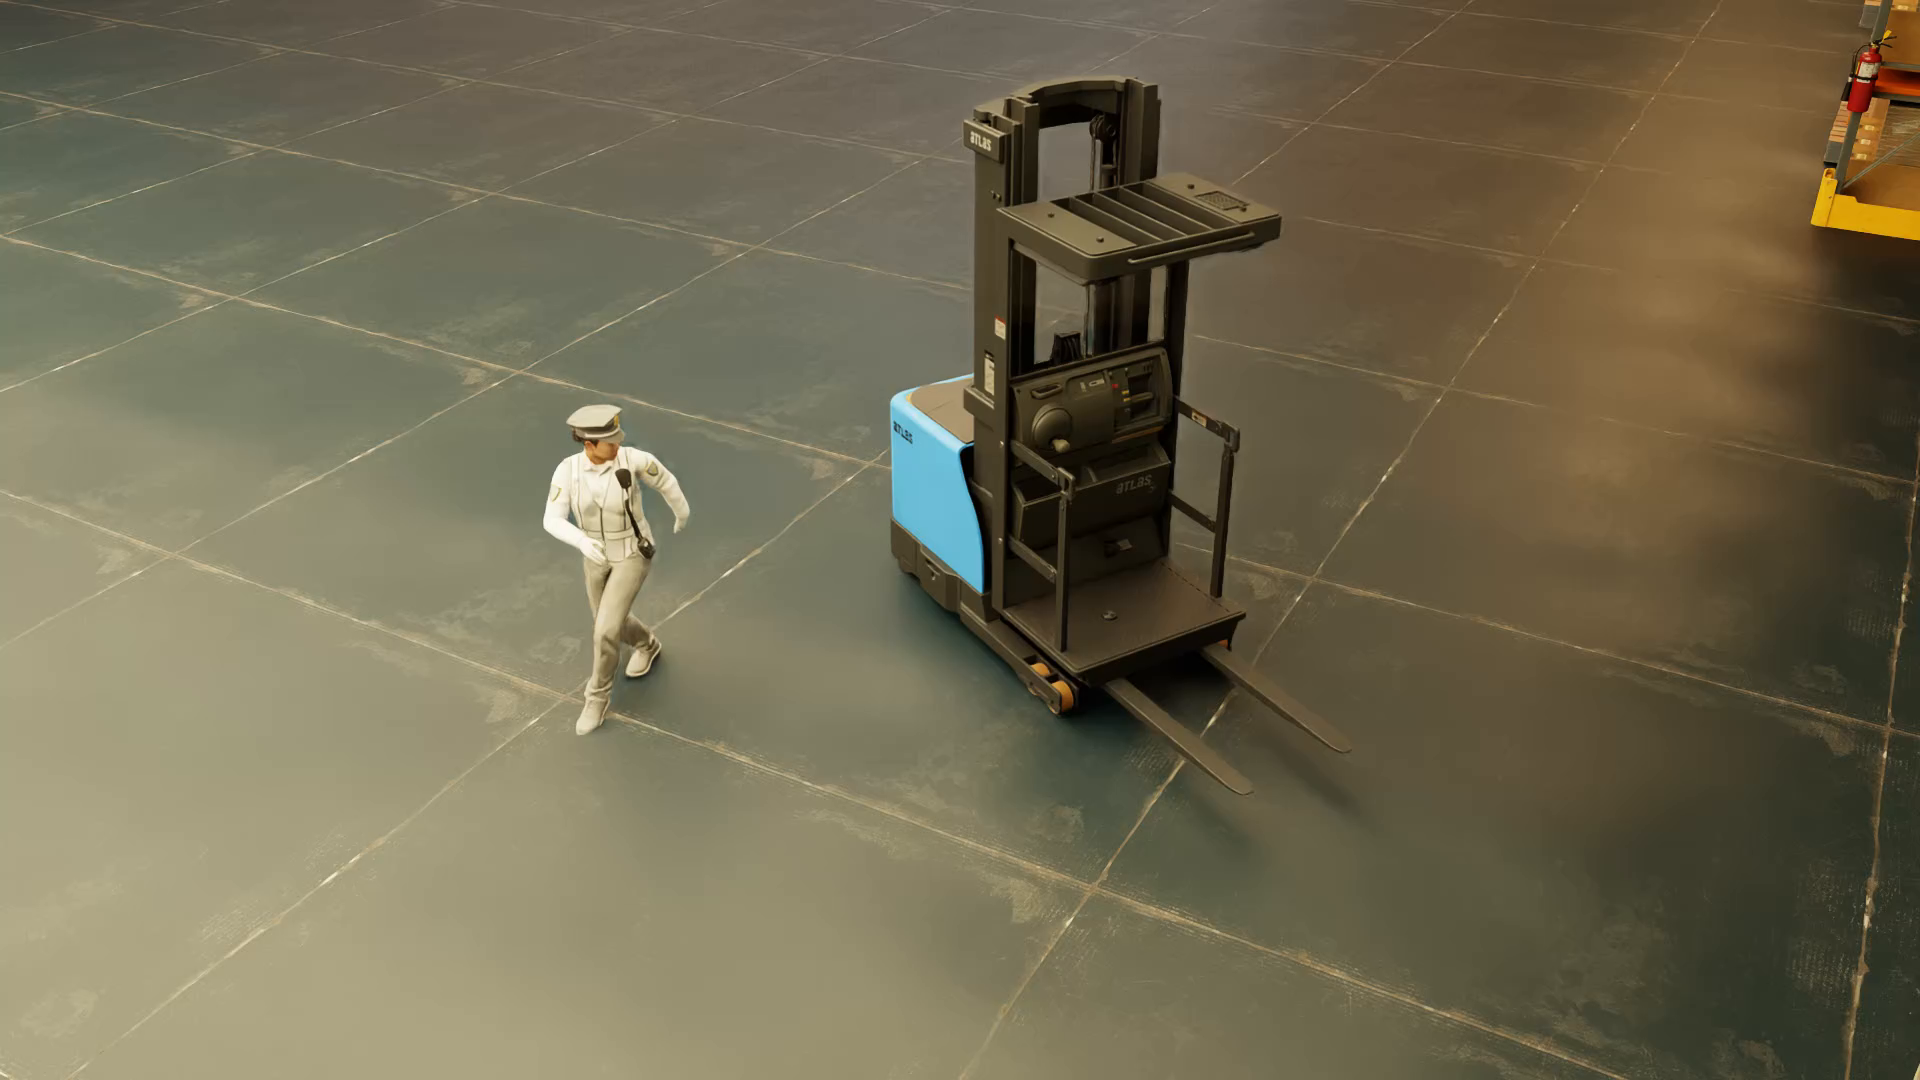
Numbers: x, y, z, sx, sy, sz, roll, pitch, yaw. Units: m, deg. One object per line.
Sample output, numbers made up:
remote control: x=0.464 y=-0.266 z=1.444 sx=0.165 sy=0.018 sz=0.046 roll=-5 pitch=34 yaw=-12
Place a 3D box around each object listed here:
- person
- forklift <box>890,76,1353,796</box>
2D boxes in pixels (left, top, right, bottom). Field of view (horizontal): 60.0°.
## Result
person: x=-1.736 y=0.093 z=8.285 sx=0.513 sy=1.620 sz=0.889 roll=10 pitch=31 yaw=16
forklift: x=0.788 y=-0.650 z=8.197 sx=1.130 sy=2.935 sz=3.031 roll=-17 pitch=34 yaw=-27
